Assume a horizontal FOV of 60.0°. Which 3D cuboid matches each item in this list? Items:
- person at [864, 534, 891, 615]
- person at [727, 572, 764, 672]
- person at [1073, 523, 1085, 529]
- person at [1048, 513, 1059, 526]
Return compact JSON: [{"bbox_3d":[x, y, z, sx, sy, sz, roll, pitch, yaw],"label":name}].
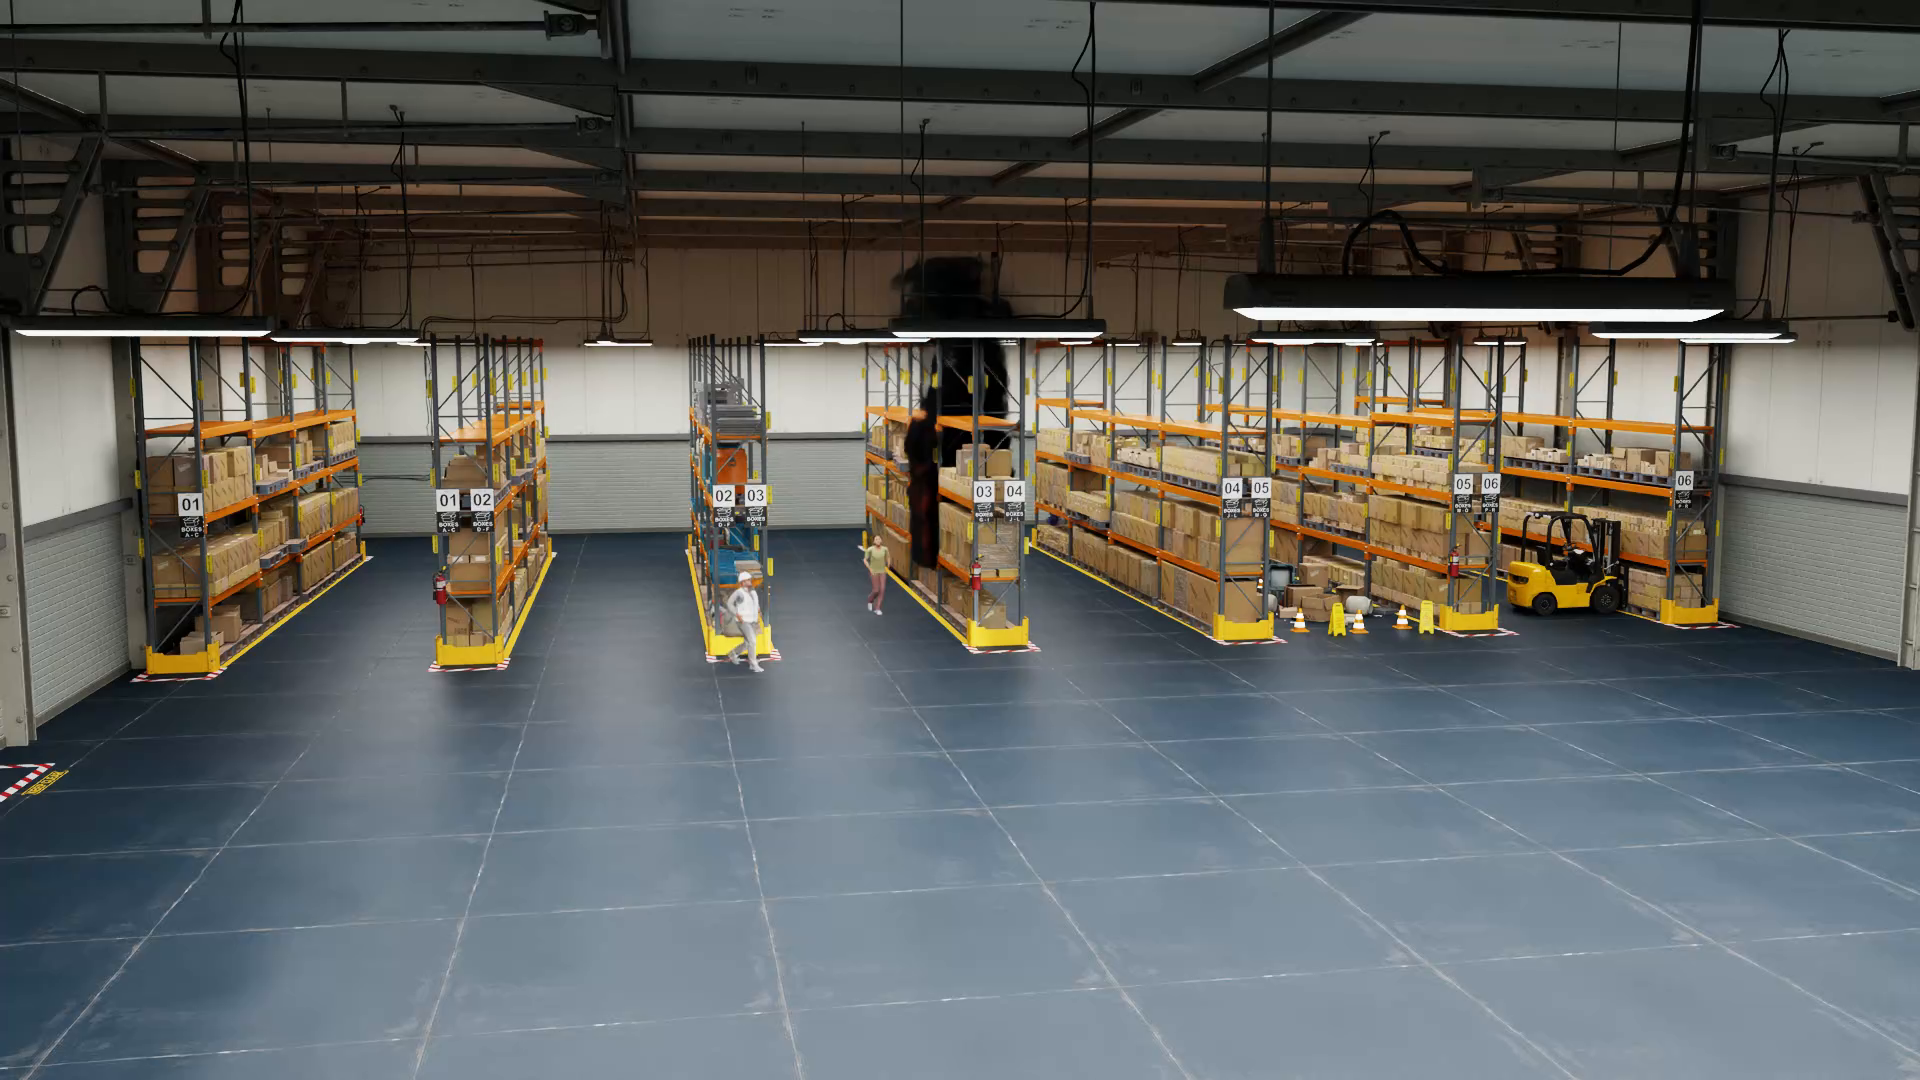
[{"bbox_3d":[-1.692,0.694,34.336,0.578,1.648,0.546,-2,7,-19],"label":"person"},{"bbox_3d":[-3.828,1.444,29.729,0.839,1.758,0.671,4,8,29],"label":"person"},{"bbox_3d":[3.561,-0.767,49.884,0.543,1.555,0.527,-2,7,-15],"label":"person"},{"bbox_3d":[2.831,-0.810,50.048,0.568,1.601,0.650,-2,7,-19],"label":"person"}]
